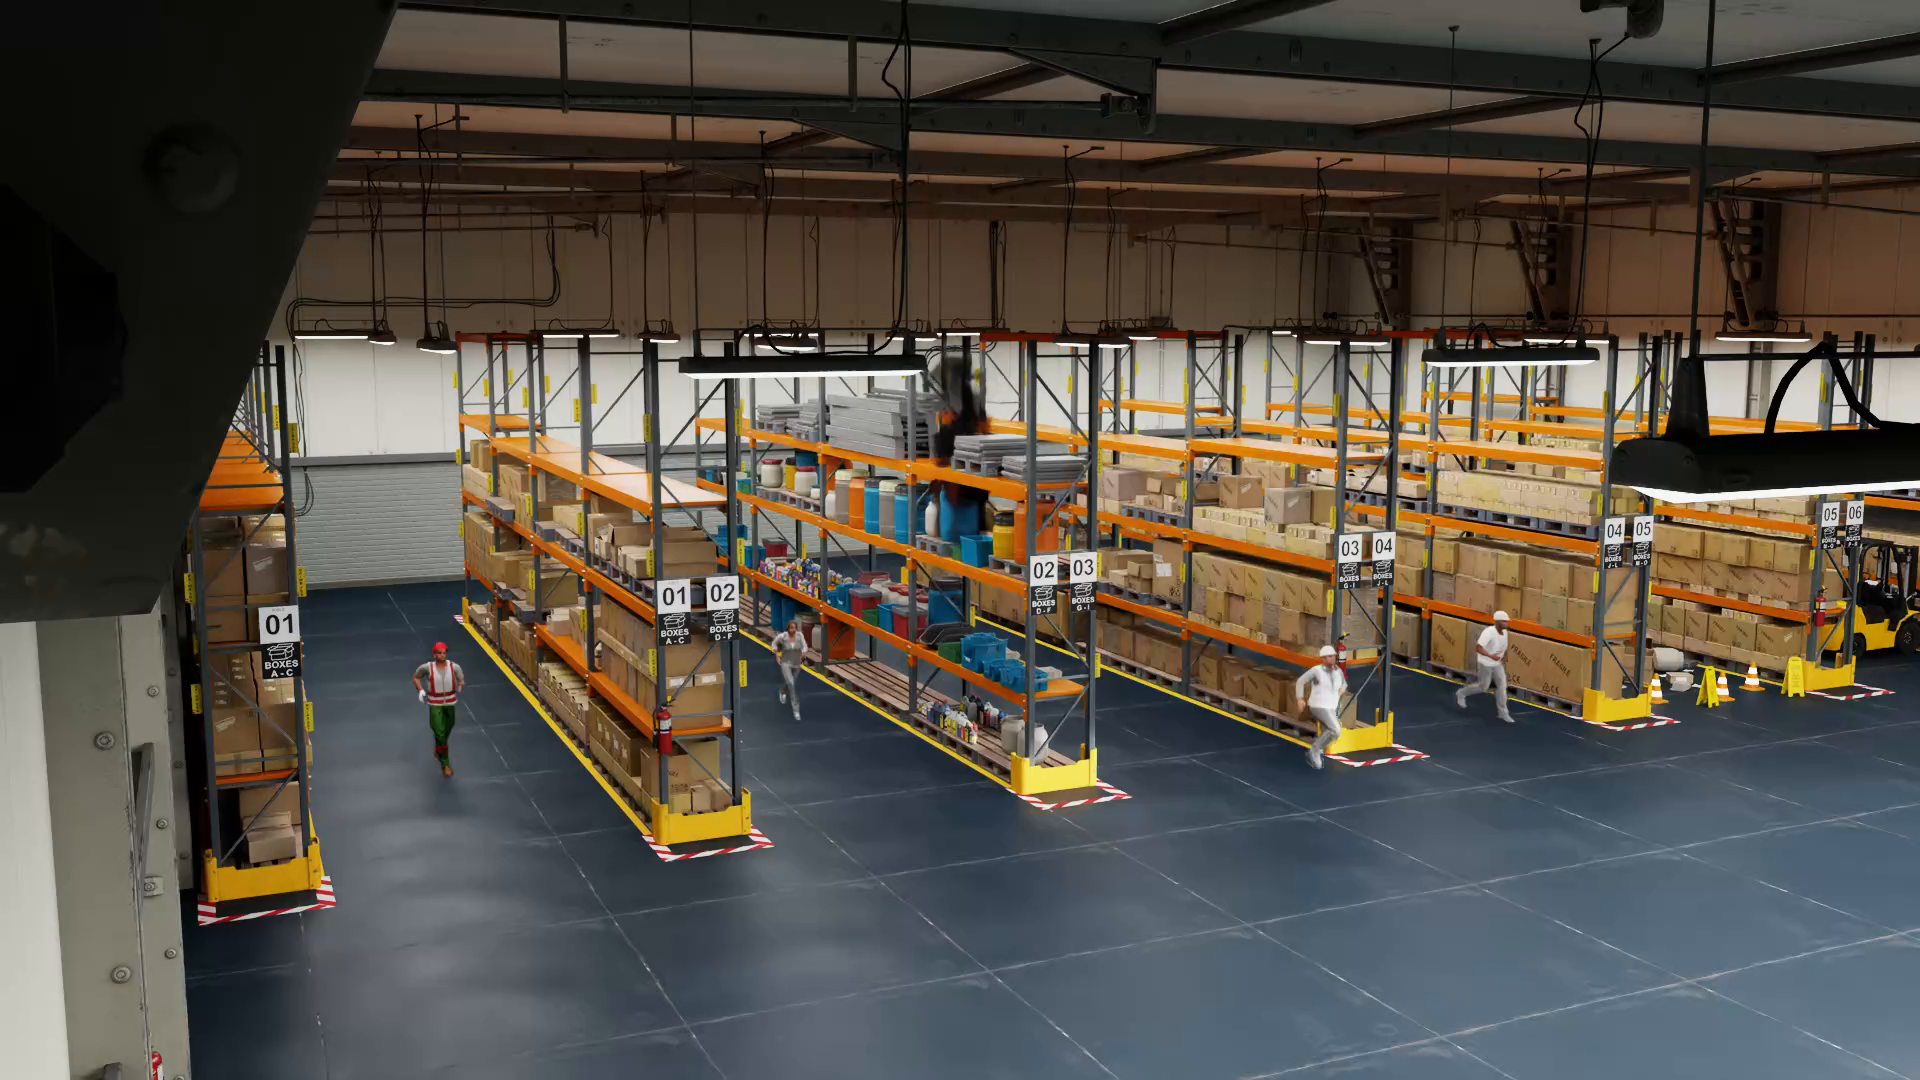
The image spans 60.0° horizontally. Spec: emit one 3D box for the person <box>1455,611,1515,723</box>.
[{"bbox_3d":[8.336,1.949,26.226,0.734,1.729,1.072,-6,10,-40],"label":"person"}]

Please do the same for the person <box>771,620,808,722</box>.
[{"bbox_3d":[-2.705,2.010,26.377,0.541,1.587,1.001,-3,8,-24],"label":"person"}]

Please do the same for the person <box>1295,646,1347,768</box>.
[{"bbox_3d":[5.123,2.342,23.339,0.718,1.734,0.639,-7,10,-42],"label":"person"}]

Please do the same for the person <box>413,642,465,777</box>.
[{"bbox_3d":[-7.222,2.311,23.183,0.652,1.805,0.983,-5,9,-33],"label":"person"}]
